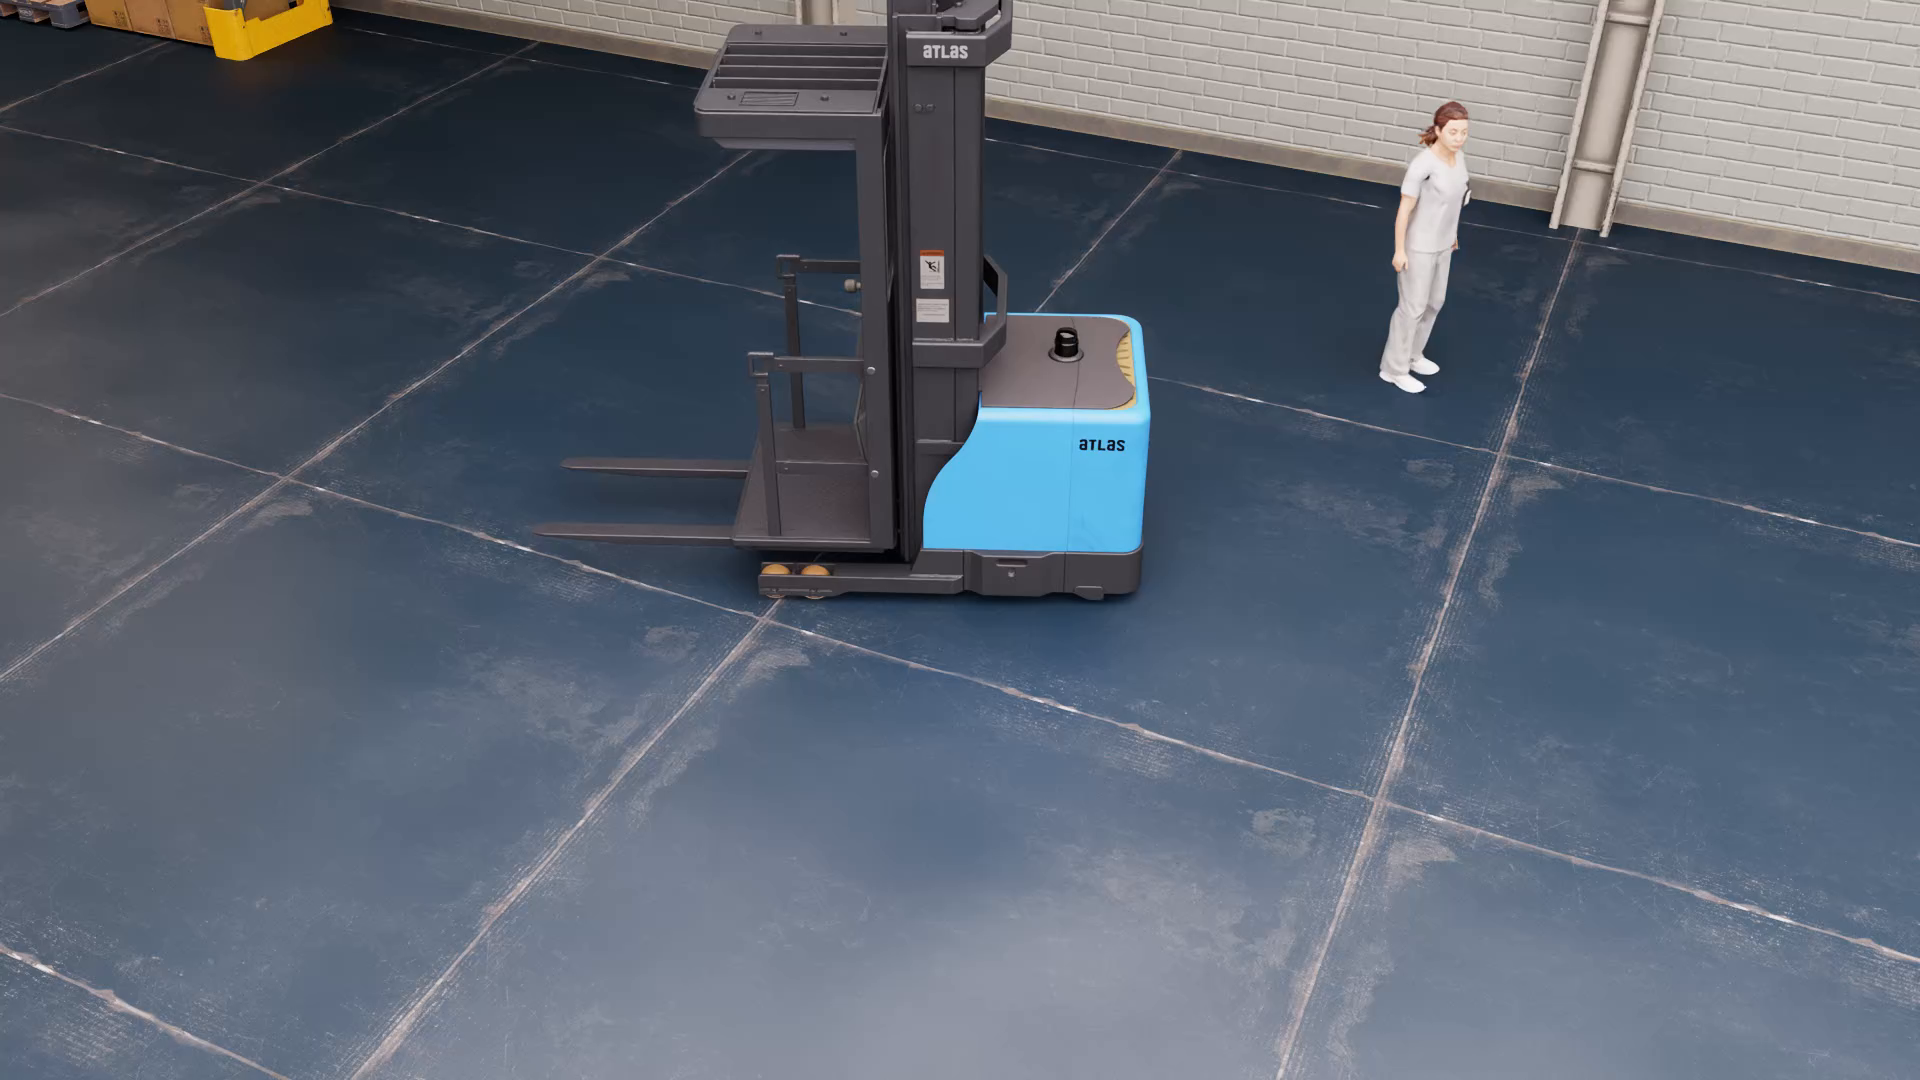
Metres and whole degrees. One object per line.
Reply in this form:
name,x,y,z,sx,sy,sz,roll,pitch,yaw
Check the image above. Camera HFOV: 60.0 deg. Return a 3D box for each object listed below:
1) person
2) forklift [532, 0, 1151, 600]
person,2.691,-1.677,9.523,0.543,1.672,0.405,-28,44,-33
forklift,-0.608,-1.208,7.780,3.031,2.935,1.130,1,36,2
